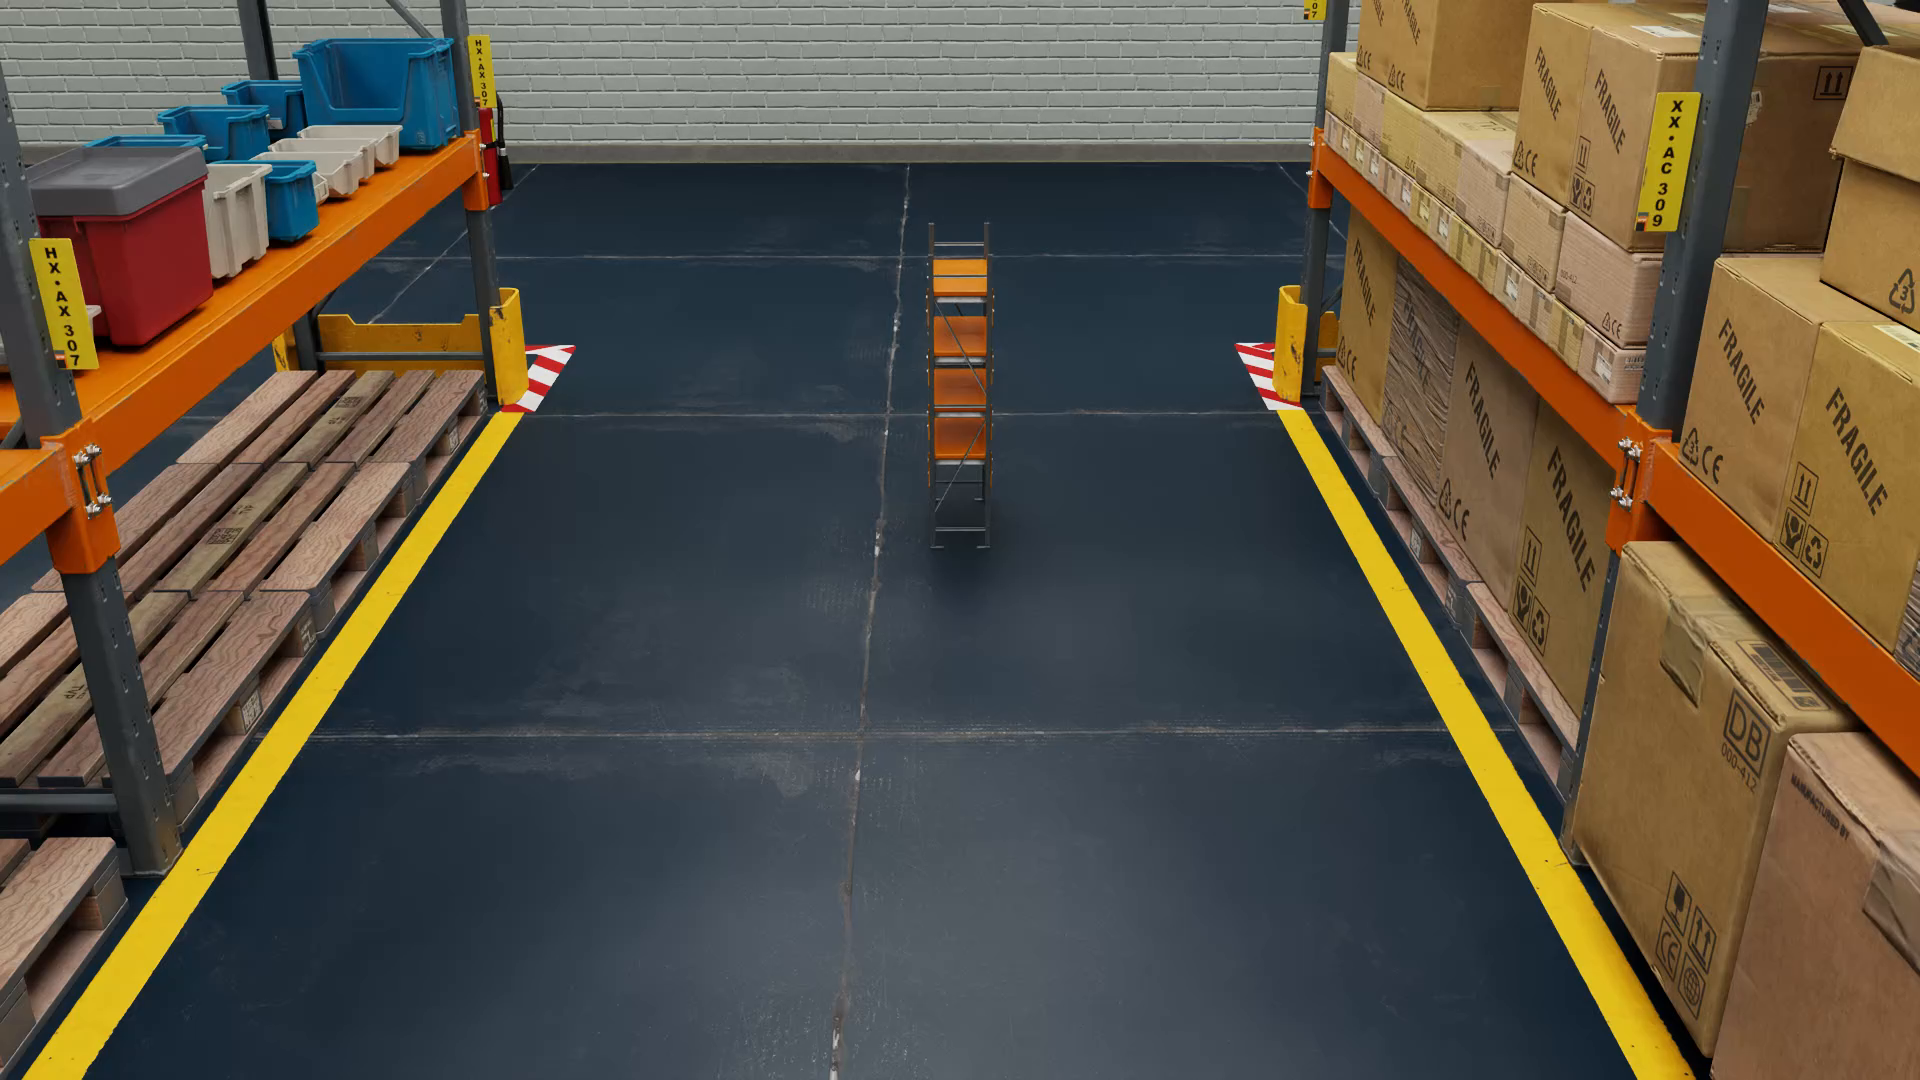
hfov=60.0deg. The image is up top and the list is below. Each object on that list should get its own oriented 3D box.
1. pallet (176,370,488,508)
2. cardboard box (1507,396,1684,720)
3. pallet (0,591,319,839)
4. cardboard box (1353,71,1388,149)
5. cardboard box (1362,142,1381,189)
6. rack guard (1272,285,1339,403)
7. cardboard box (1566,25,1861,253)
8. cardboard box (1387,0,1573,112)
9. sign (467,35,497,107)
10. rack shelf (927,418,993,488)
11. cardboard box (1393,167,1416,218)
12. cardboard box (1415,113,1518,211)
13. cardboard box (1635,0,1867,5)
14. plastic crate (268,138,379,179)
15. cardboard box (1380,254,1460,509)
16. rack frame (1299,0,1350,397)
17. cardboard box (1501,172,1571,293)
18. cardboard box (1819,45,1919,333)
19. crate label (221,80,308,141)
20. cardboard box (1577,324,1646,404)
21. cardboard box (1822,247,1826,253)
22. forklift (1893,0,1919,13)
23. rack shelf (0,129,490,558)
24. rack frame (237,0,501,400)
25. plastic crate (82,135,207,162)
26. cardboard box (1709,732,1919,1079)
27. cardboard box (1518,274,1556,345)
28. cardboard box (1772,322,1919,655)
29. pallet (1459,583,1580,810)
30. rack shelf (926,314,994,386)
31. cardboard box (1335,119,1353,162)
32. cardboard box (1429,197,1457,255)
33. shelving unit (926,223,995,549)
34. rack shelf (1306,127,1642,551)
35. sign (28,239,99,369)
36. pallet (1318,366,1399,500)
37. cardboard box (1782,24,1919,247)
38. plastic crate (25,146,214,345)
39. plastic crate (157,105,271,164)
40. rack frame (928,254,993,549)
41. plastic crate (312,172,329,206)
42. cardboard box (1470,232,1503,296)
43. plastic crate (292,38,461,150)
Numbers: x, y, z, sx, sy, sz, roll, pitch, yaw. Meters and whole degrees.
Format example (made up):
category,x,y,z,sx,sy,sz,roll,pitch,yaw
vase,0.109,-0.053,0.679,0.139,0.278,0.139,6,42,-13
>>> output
category,x,y,z,sx,sy,sz,roll,pitch,yaw
pallet,-2.797,-0.480,7.556,1.003,0.211,1.213,0,24,-1
cardboard box,2.302,0.040,5.091,0.875,0.875,0.875,0,24,-1
pallet,-2.771,0.525,5.333,1.003,0.211,1.213,0,24,-1
cardboard box,1.933,-1.767,6.838,0.500,0.250,0.500,-1,24,-1
cardboard box,1.870,-1.532,6.803,0.380,0.149,0.250,-1,24,-1
rack guard,2.185,-0.984,8.319,1.175,0.500,0.348,0,24,-1
cardboard box,1.956,-1.062,4.369,0.500,0.500,0.500,0,24,1
cardboard box,1.938,-1.904,6.230,0.500,0.500,0.500,-1,24,-2
sign,-2.218,-2.174,7.720,0.100,0.325,0.005,0,24,-1
rack shelf,-0.002,-0.373,6.763,0.258,0.148,0.480,0,24,-1
cardboard box,1.875,-1.321,6.336,0.380,0.149,0.250,-1,24,-1
cardboard box,1.946,-1.345,5.905,0.500,0.250,0.500,-1,24,-2
cardboard box,2.471,-1.490,5.315,0.500,0.500,0.500,-1,24,-2
plastic crate,-2.589,-1.543,6.770,0.396,0.136,0.243,0,24,-1
cardboard box,2.282,-0.698,6.722,0.875,0.875,0.875,0,24,-1
rack frame,2.185,-2.113,7.782,1.000,3.000,0.127,0,24,-1
cardboard box,1.953,-0.926,4.979,0.500,0.250,0.500,0,24,1
cardboard box,2.244,-0.704,3.329,0.797,0.503,0.637,-1,24,-2
crate label,-3.094,-1.939,7.527,0.416,0.233,0.303,0,24,-1
cardboard box,1.898,-0.475,4.464,0.380,0.149,0.250,0,24,0
cardboard box,2.486,-0.727,4.538,0.500,0.250,0.500,-1,24,-2
forklift,4.585,-1.687,6.923,1.130,2.935,3.031,-2,24,-3
rack shelf,-2.746,-0.939,6.059,1.077,0.370,4.000,0,24,-1
rack frame,-2.768,-2.091,7.733,1.000,3.000,0.127,0,24,-1
plastic crate,-3.080,-1.396,6.327,0.416,0.233,0.300,0,24,-1
cardboard box,2.266,0.944,3.092,1.225,0.875,0.875,-1,24,-2
cardboard box,1.892,-0.686,4.933,0.380,0.149,0.250,-1,24,-1
cardboard box,1.990,-0.113,3.238,0.500,0.500,0.500,0,24,0
pallet,2.299,0.492,5.406,1.003,0.211,1.213,0,24,-1
rack shelf,-0.002,-0.757,6.589,0.258,0.148,0.480,0,24,-1
cardboard box,1.863,-1.745,7.274,0.380,0.149,0.250,-1,24,-1
cardboard box,1.882,-1.109,5.867,0.380,0.149,0.250,0,24,0
shelving unit,-0.002,-0.615,6.654,0.258,1.200,0.503,0,24,-1
rack shelf,2.207,-0.961,6.108,1.077,0.370,4.000,0,24,-1
sign,-2.174,-0.570,4.035,0.100,0.325,0.005,0,24,-1
pallet,2.272,-0.513,7.629,1.003,0.211,1.213,0,24,-1
cardboard box,2.479,-1.072,4.392,0.500,0.500,0.500,0,24,-1
plastic crate,-2.483,-0.868,4.879,0.402,0.464,0.583,0,24,-1
plastic crate,-3.087,-1.667,6.927,0.416,0.233,0.300,0,24,-1
rack frame,0.001,-0.514,6.431,0.240,1.200,0.015,0,24,-1
plastic crate,-2.540,-1.307,6.247,0.298,0.136,0.250,0,24,-1
cardboard box,1.886,-0.899,5.402,0.380,0.149,0.250,0,24,0
plastic crate,-2.577,-1.997,7.410,0.616,0.435,0.499,0,24,-1
